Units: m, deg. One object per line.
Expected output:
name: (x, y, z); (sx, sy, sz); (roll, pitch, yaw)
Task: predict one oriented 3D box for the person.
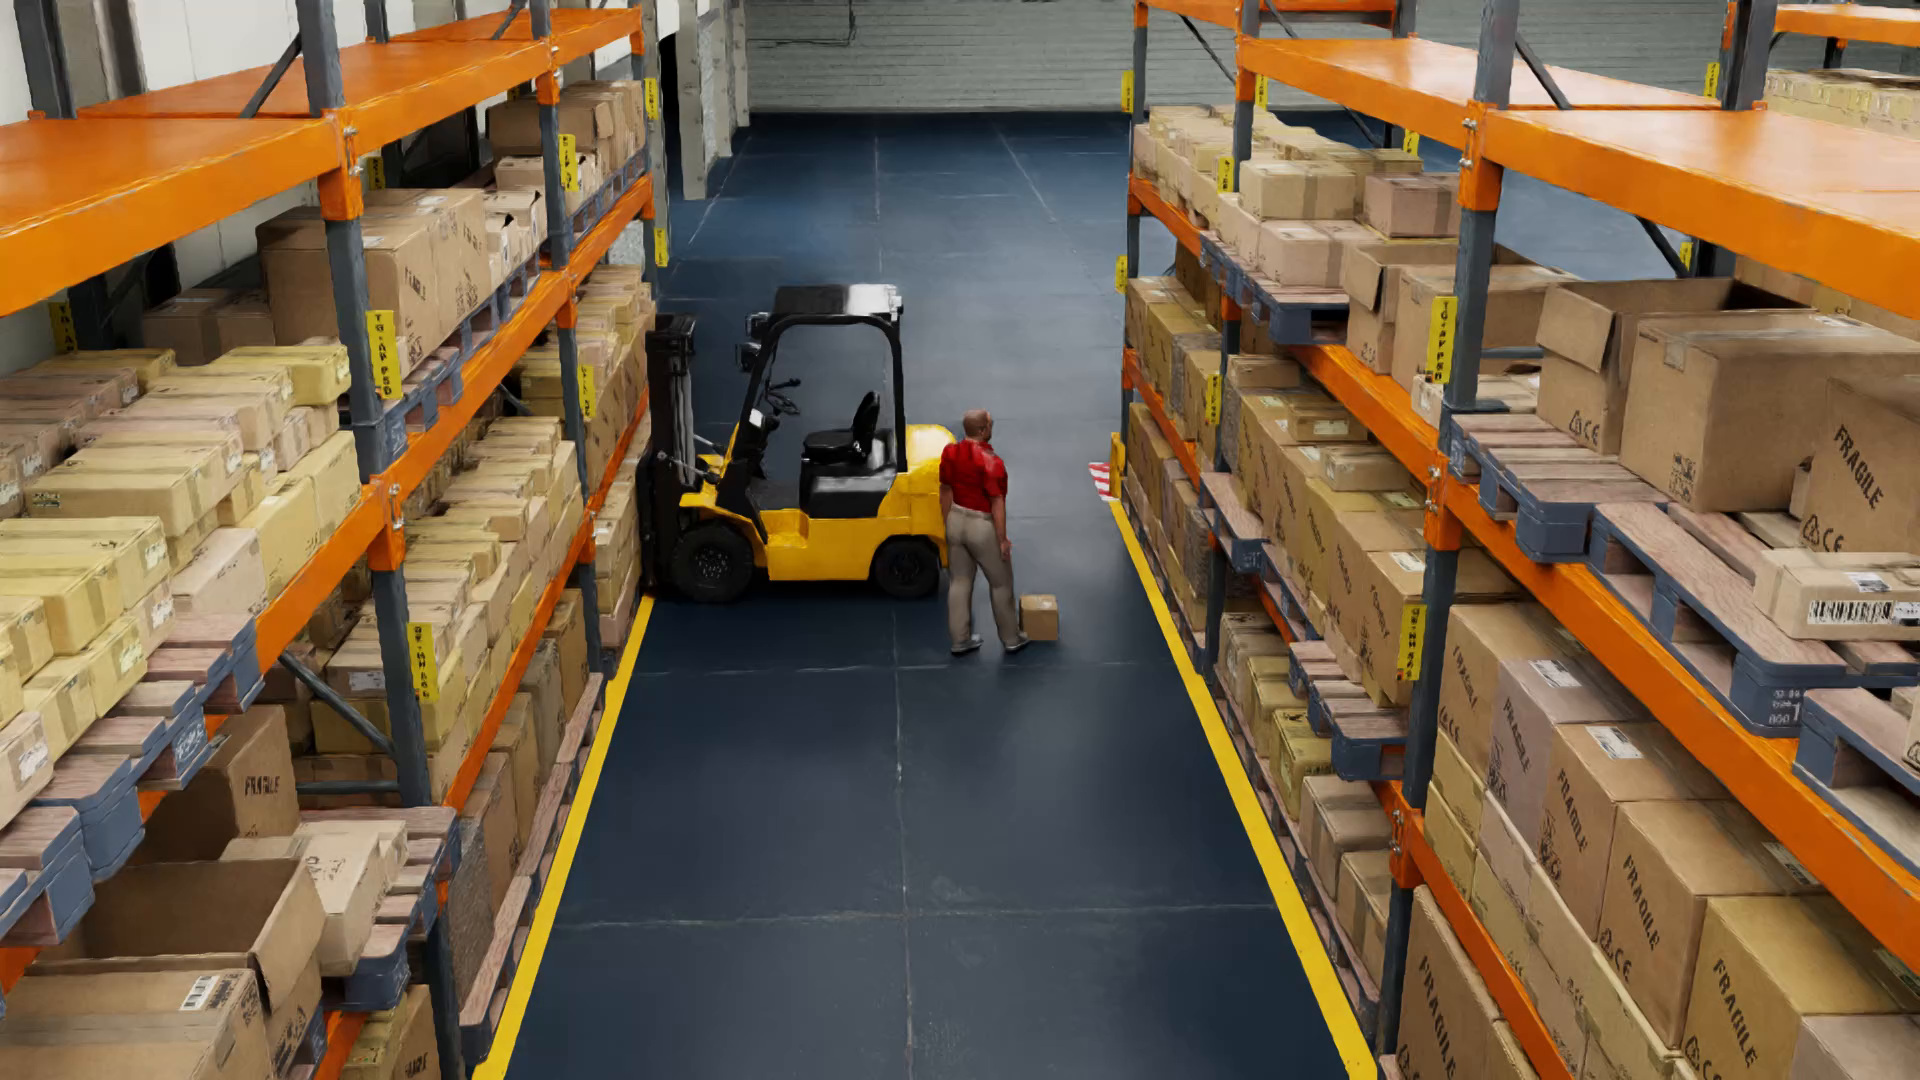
person: (0.173, -0.079, 11.297); (0.543, 1.736, 0.568); (16, 26, 37)
